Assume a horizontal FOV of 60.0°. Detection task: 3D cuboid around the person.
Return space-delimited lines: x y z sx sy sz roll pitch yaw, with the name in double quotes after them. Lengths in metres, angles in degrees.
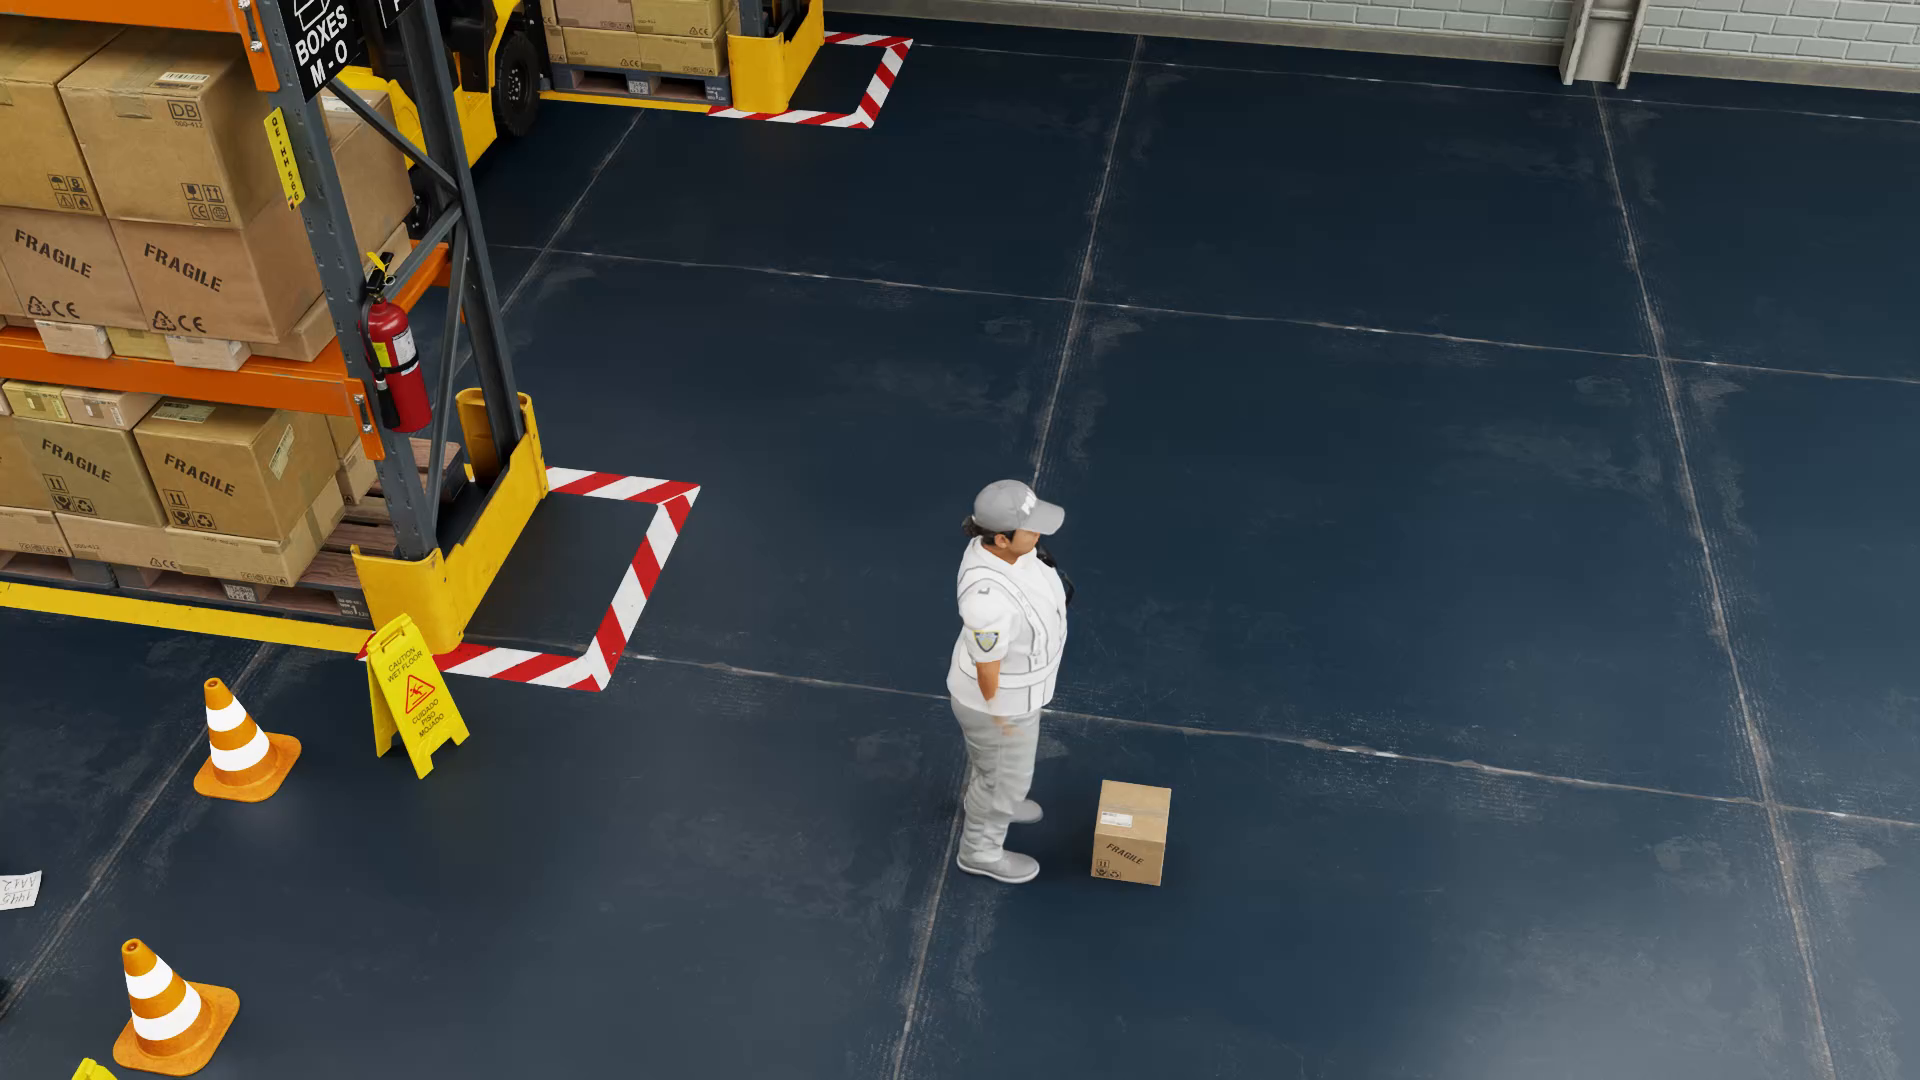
0.163 0.473 5.624 0.390 1.672 0.467 8 41 9 "person"
